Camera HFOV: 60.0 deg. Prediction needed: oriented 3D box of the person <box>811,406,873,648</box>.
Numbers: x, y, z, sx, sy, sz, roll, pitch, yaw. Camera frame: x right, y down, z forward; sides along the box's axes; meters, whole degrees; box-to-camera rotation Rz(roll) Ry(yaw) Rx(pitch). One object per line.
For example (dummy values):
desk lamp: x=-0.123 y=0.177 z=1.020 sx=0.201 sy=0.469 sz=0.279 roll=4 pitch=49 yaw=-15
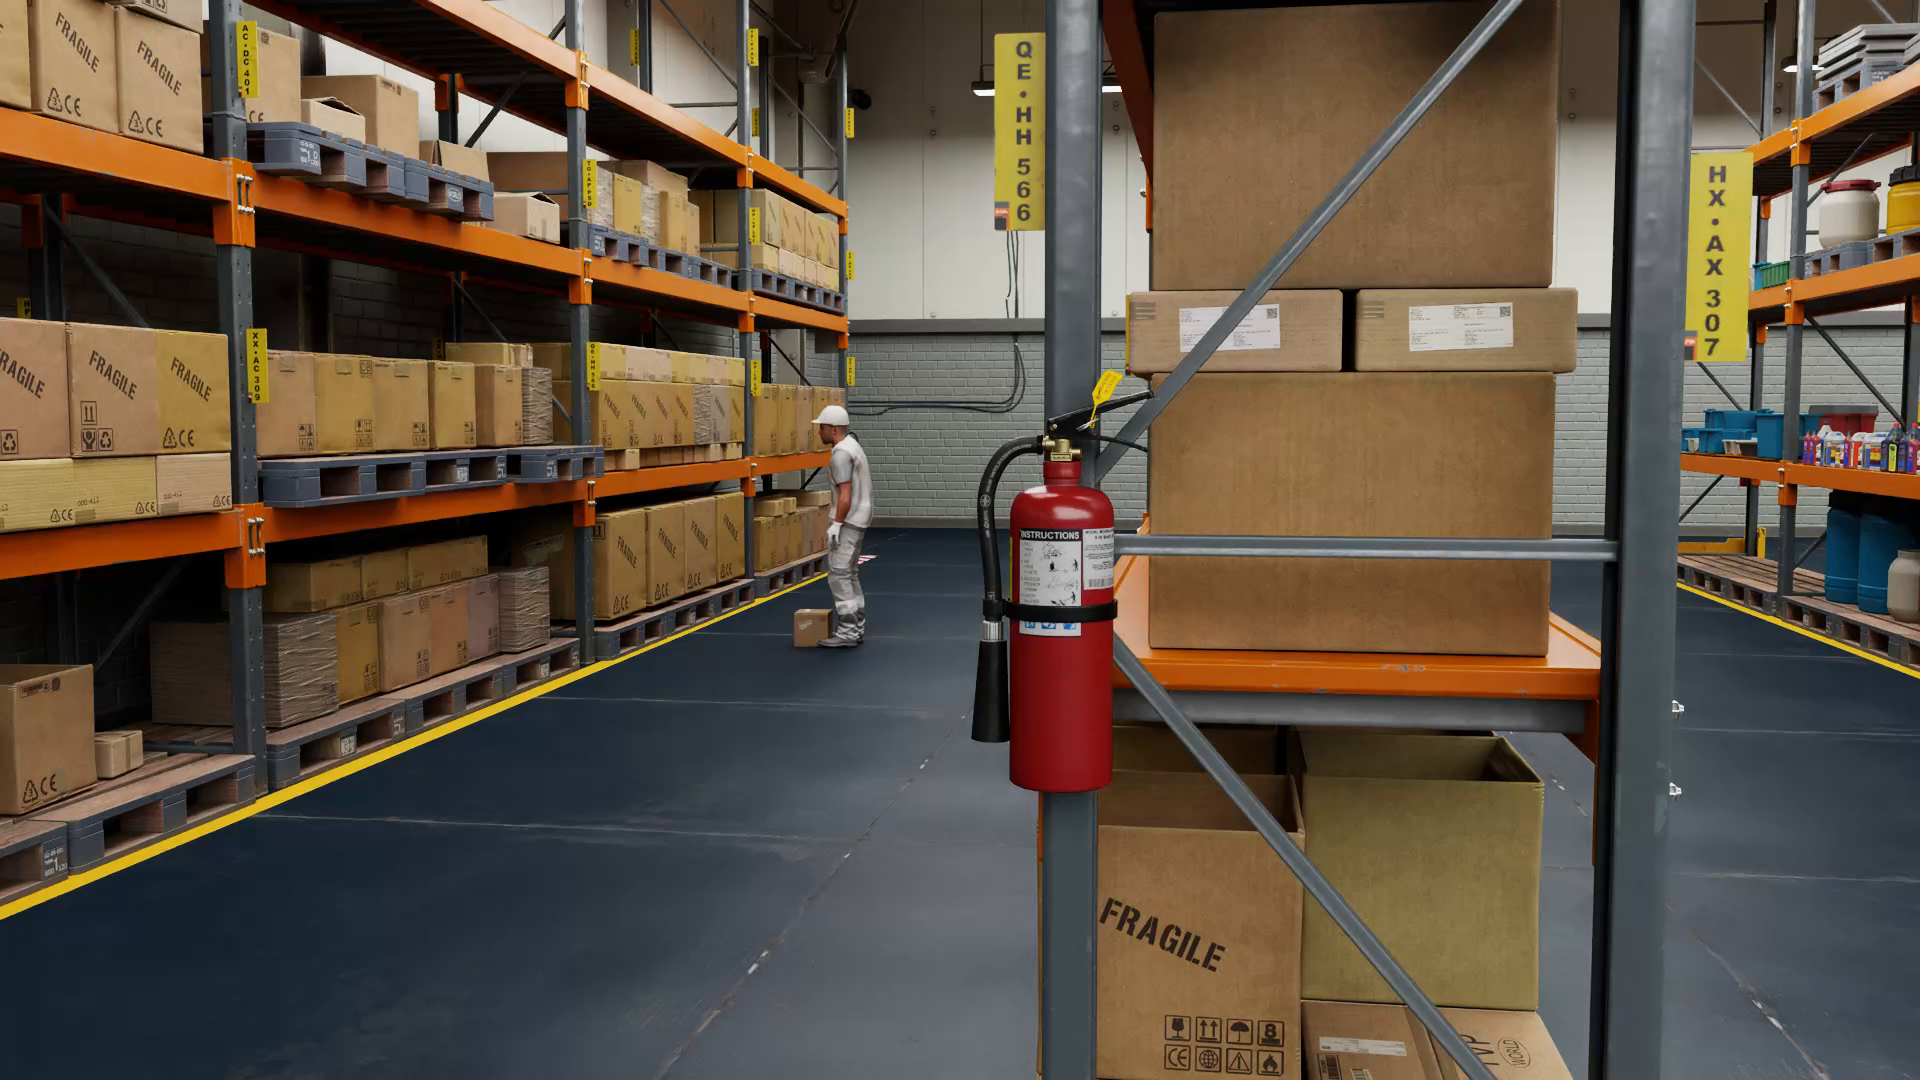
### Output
person: x=-0.870 y=-0.102 z=12.298 sx=0.447 sy=1.780 sz=0.619 roll=0 pitch=4 yaw=5
